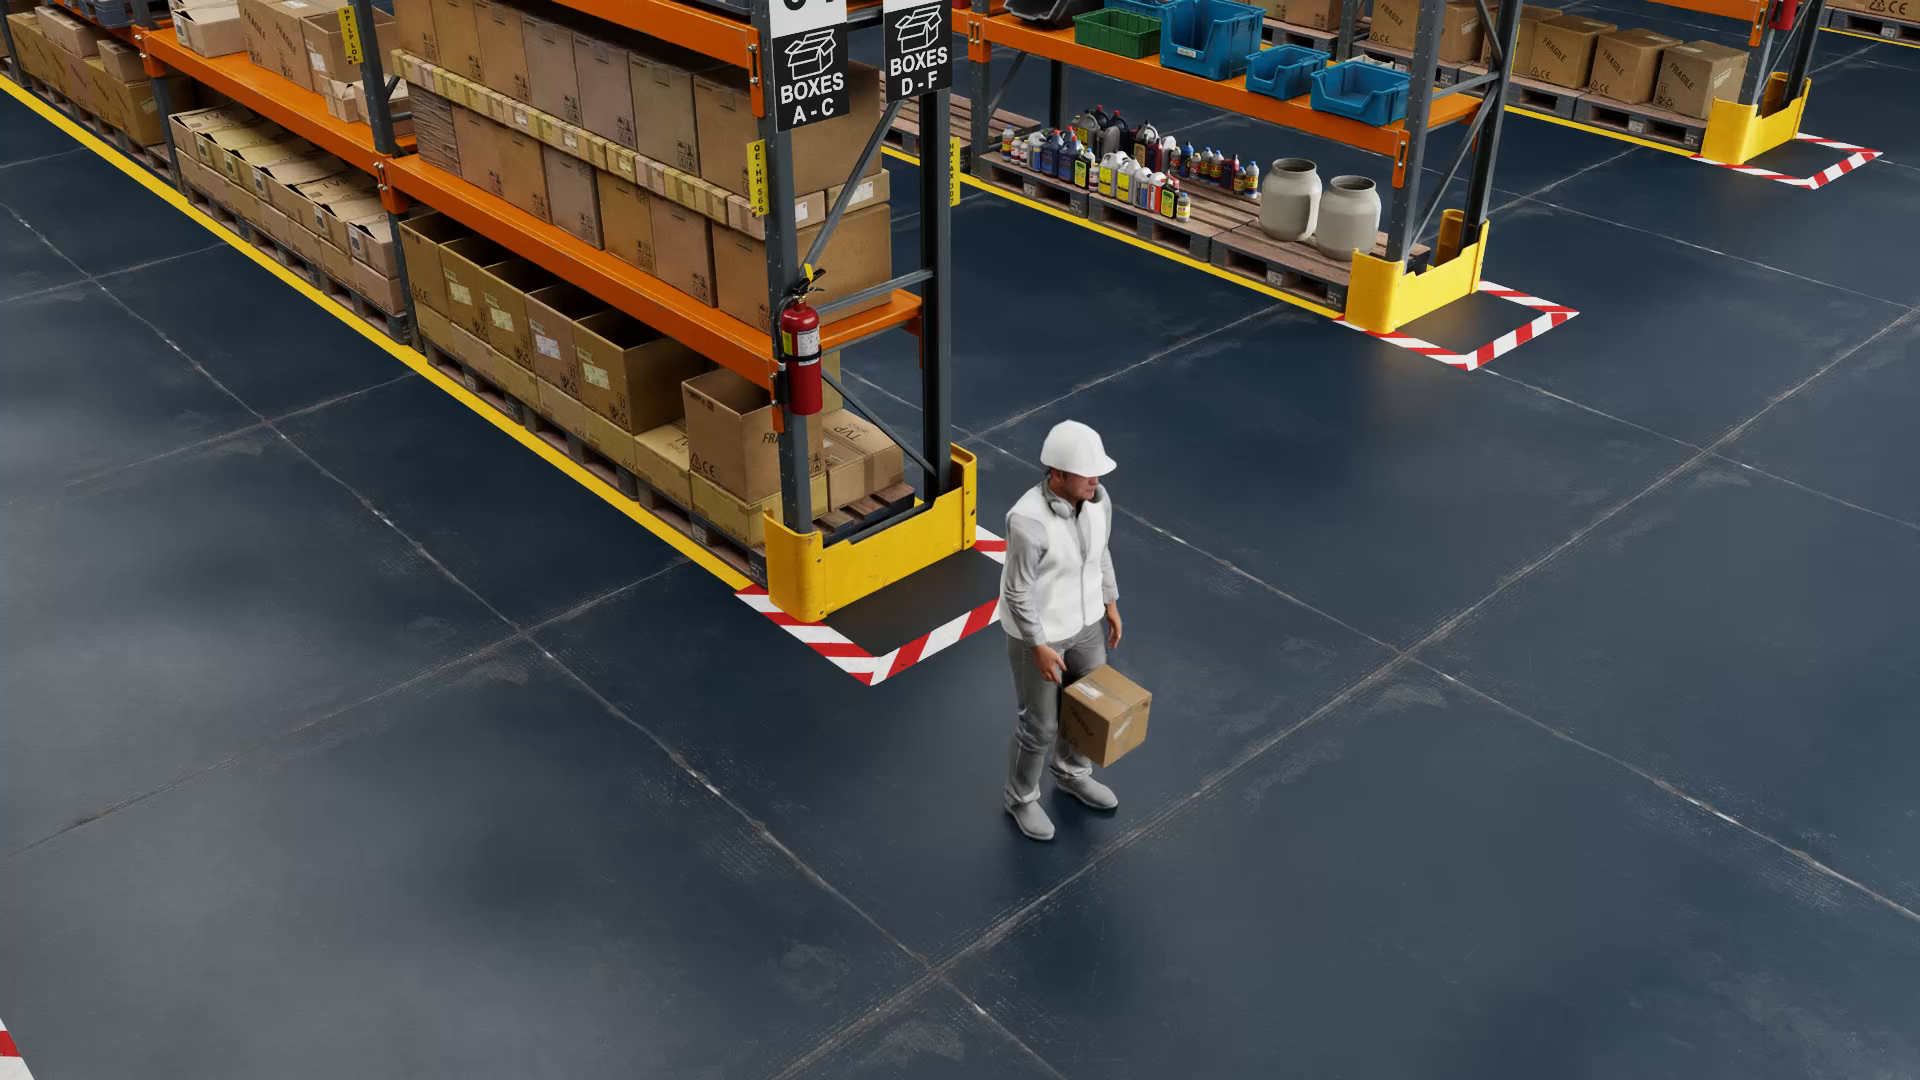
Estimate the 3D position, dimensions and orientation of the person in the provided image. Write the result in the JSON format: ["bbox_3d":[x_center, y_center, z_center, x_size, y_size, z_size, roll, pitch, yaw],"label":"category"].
[{"bbox_3d":[0.391,0.336,6.558,0.529,1.775,0.472,-27,41,-36],"label":"person"}]
